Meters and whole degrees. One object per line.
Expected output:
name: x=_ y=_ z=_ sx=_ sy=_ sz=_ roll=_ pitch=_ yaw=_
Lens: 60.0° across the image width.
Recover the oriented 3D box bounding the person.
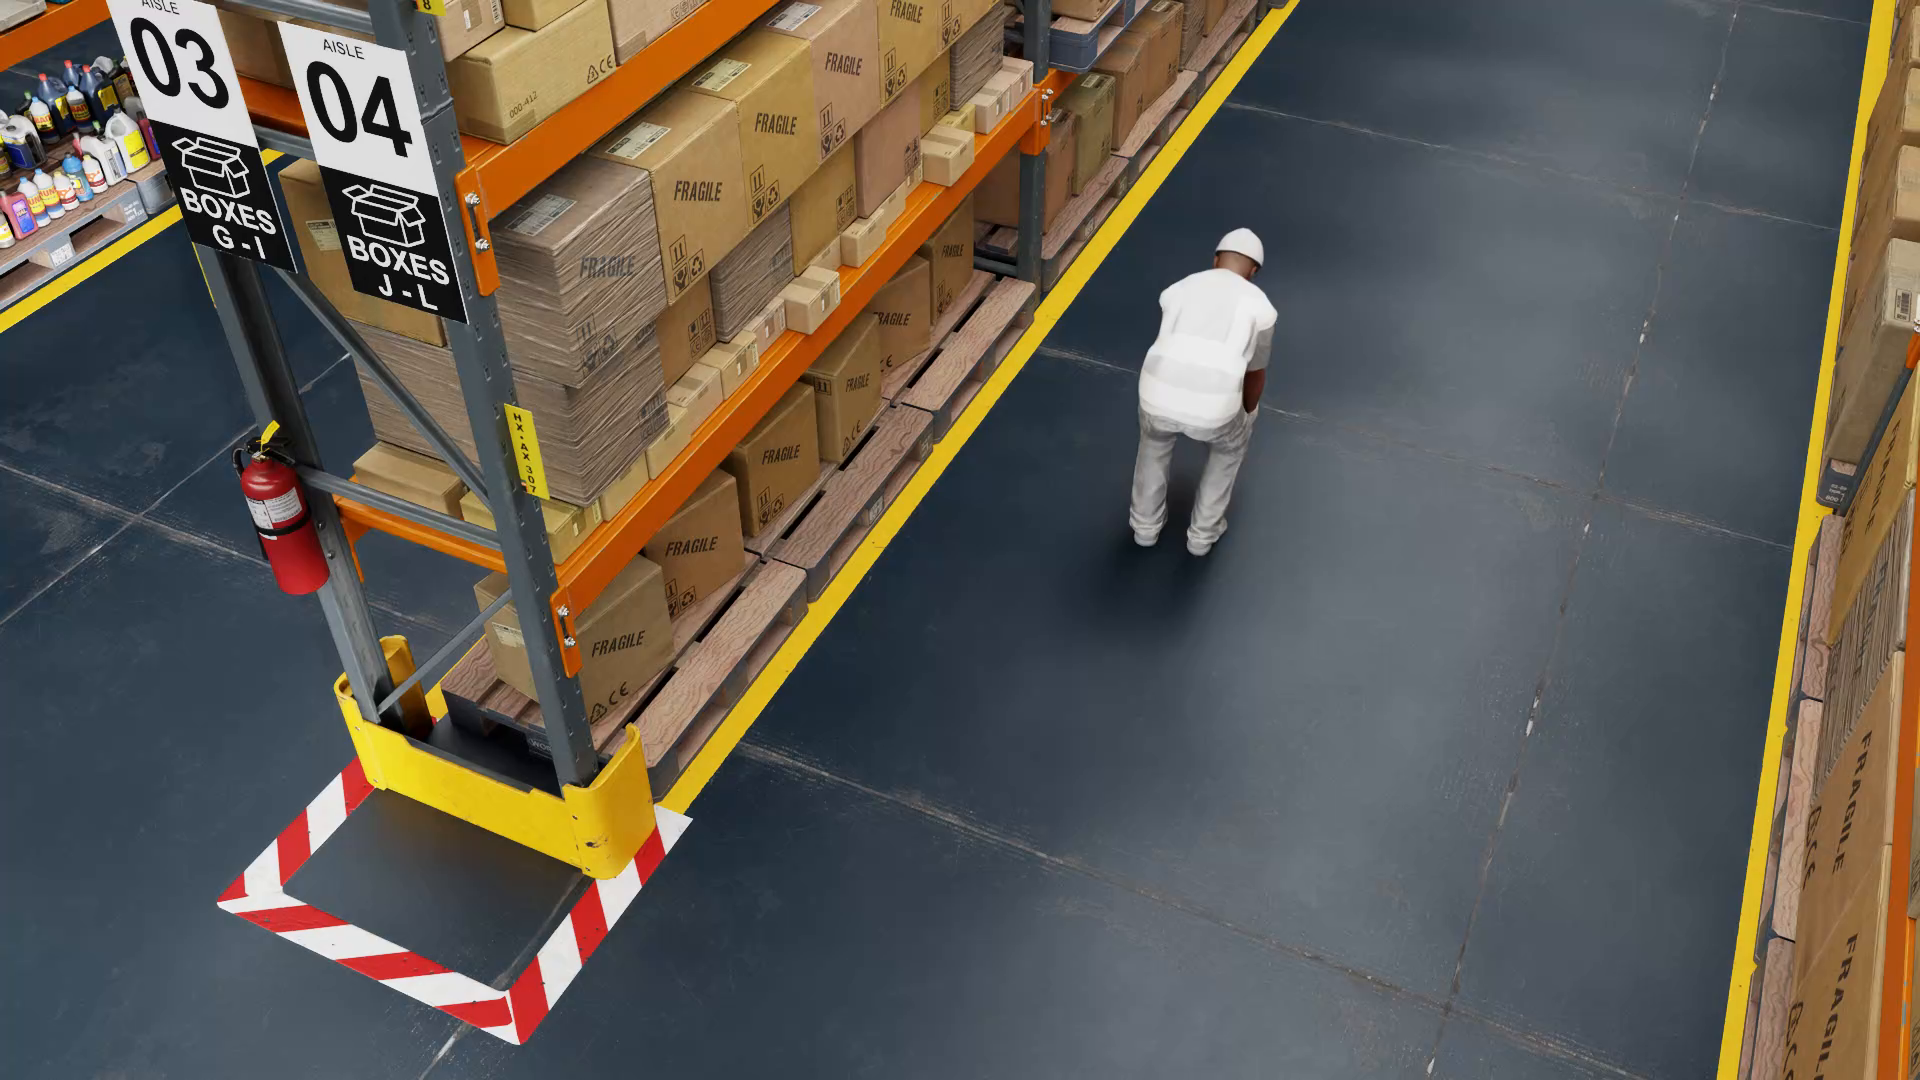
person: x=1.055 y=-0.613 z=7.223 sx=0.502 sy=1.265 sz=0.947 roll=16 pitch=44 yaw=17
